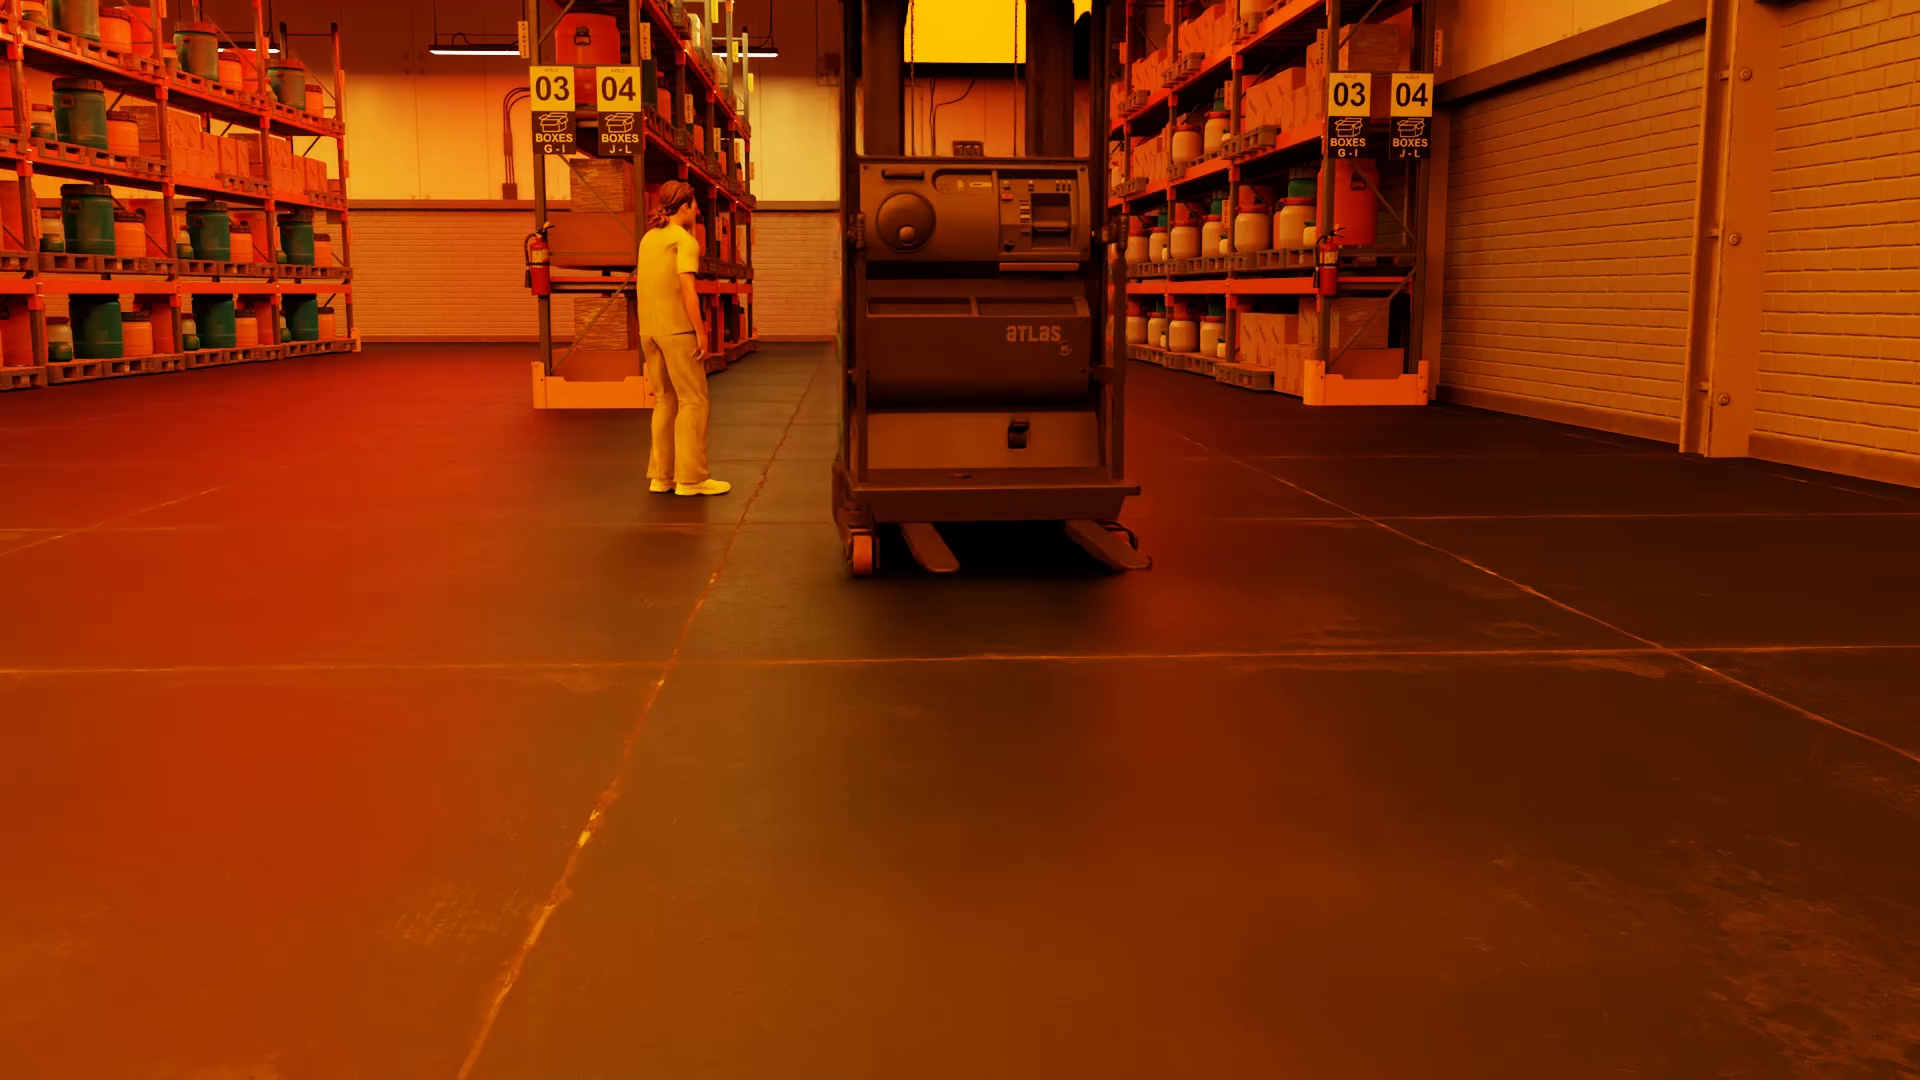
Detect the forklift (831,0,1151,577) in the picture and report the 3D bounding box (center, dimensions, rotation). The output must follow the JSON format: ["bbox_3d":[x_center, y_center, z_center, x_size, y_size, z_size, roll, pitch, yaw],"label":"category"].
[{"bbox_3d":[0.088,-1.359,6.485,1.130,2.935,3.031,-1,8,-6],"label":"forklift"}]

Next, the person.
[{"bbox_3d":[-1.528,-1.086,8.939,0.359,1.671,0.503,-8,12,-44],"label":"person"}]
